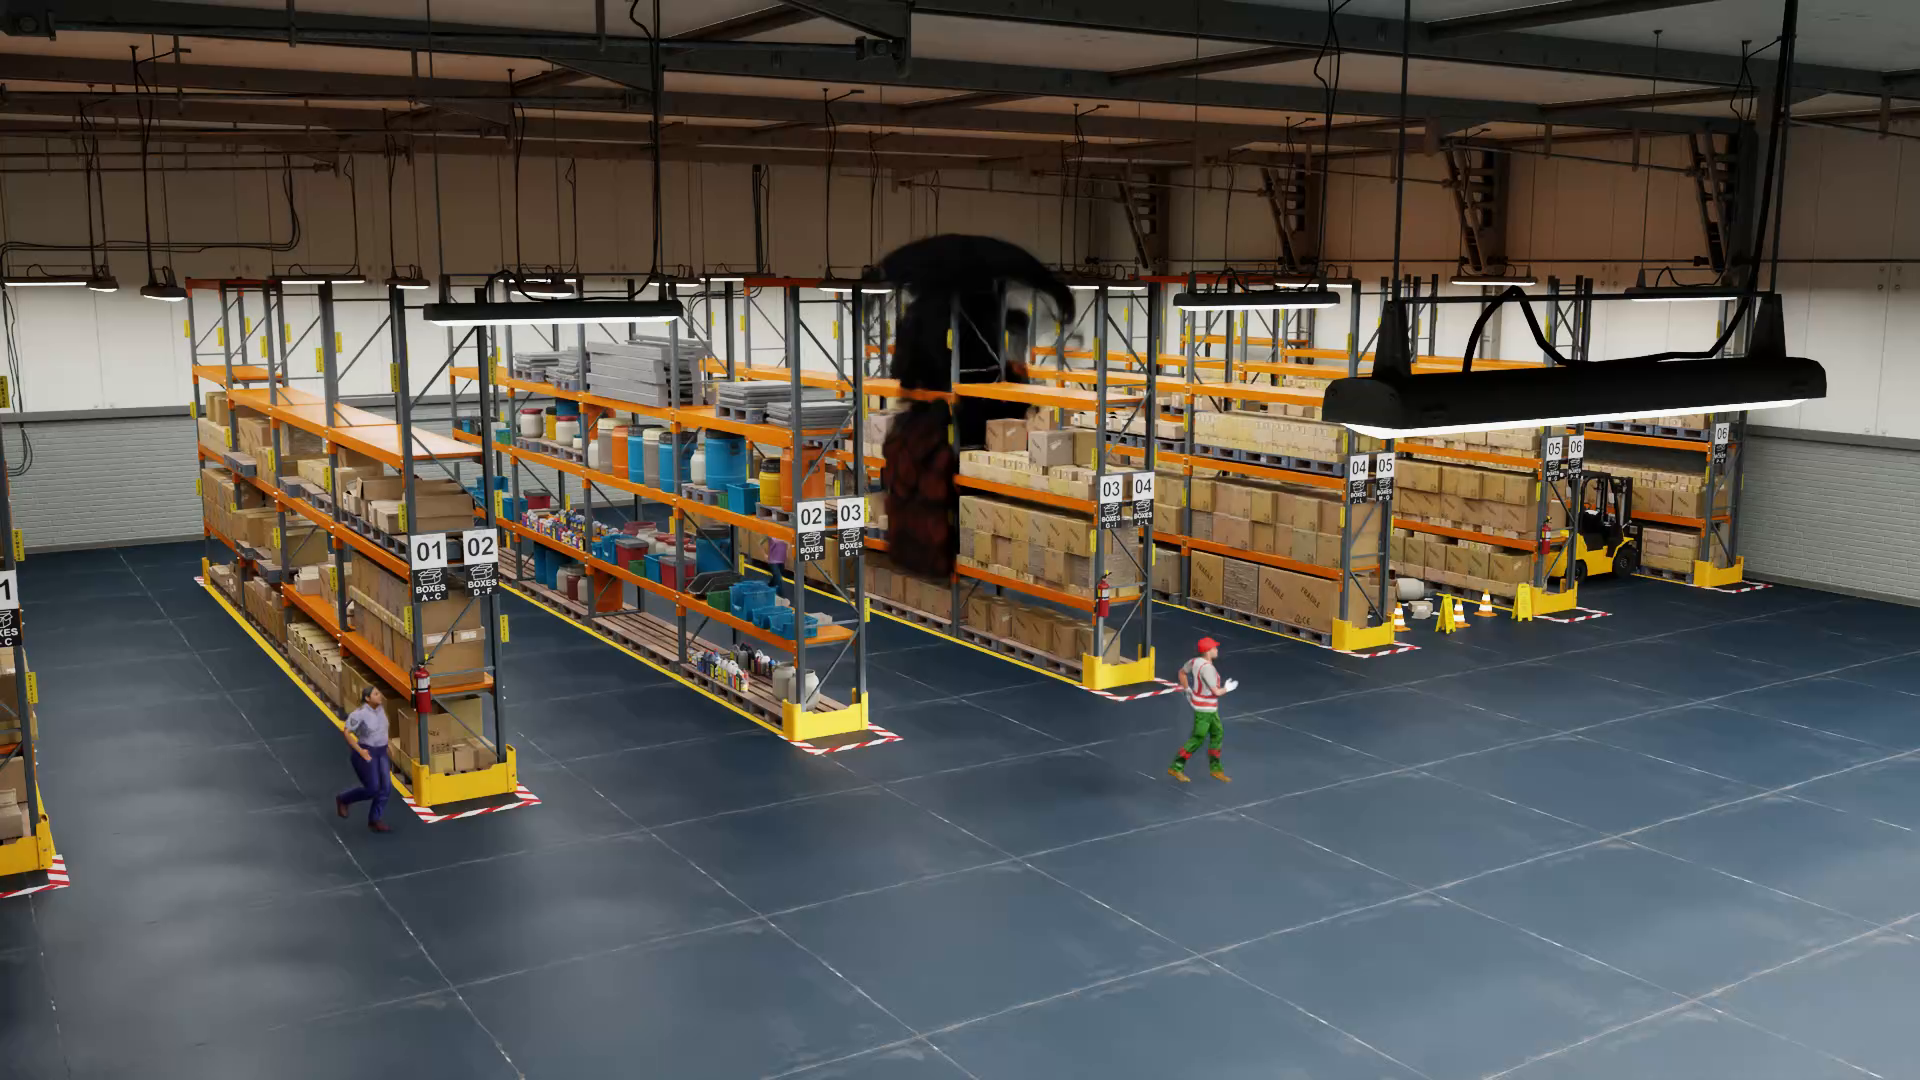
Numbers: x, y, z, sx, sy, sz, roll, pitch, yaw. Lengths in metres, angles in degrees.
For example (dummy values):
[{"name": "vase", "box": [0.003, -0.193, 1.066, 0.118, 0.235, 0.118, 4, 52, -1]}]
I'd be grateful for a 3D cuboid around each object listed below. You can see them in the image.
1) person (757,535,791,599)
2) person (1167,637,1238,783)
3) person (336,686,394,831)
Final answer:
[{"name": "person", "box": [-3.174, 0.408, 28.899, 0.531, 1.615, 0.819, -9, 13, -42]}, {"name": "person", "box": [2.937, 2.085, 20.159, 0.836, 1.846, 0.661, 0, 10, -1]}, {"name": "person", "box": [-6.654, 2.434, 18.814, 0.666, 1.582, 0.653, 4, 10, 21]}]
